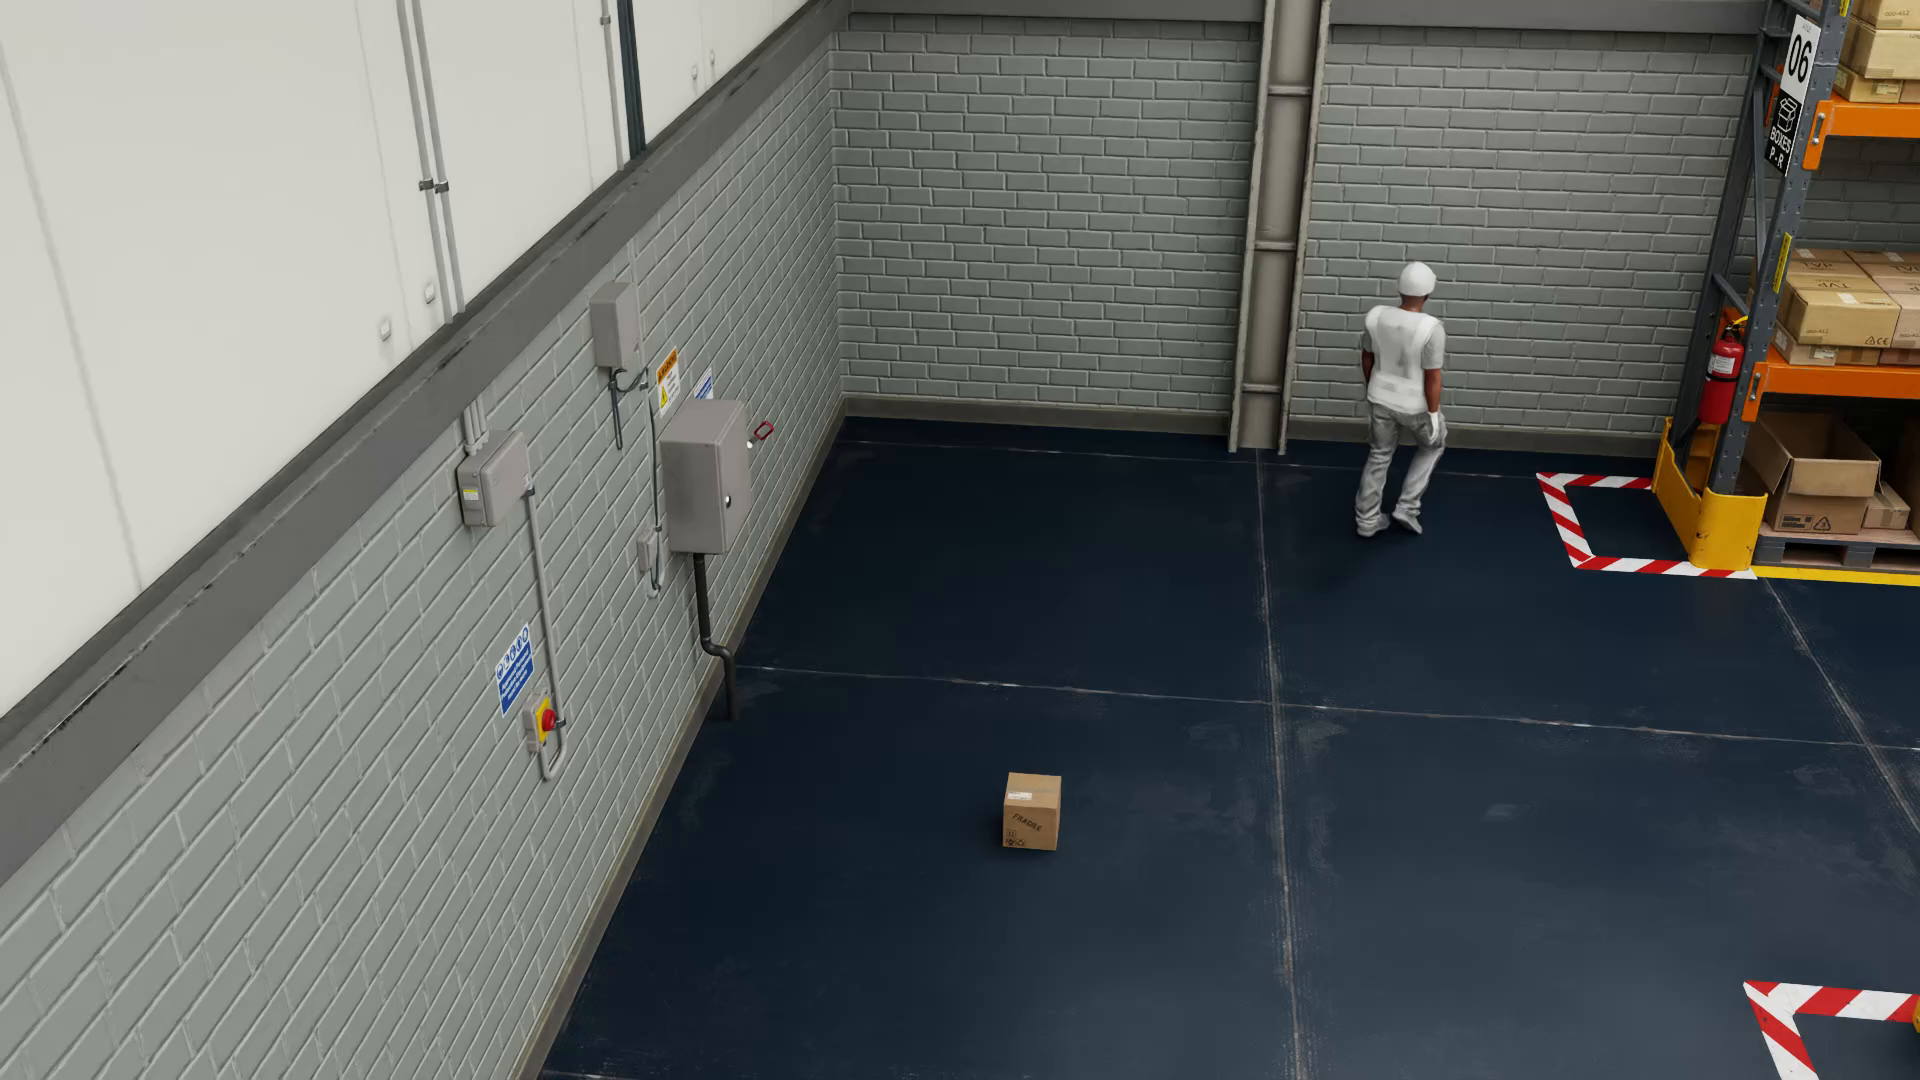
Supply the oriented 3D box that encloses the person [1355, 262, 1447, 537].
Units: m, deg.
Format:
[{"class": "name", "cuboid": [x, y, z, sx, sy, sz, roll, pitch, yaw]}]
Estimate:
[{"class": "person", "cuboid": [2.727, -0.842, 10.182, 0.598, 1.832, 0.487, 23, 36, 36]}]
